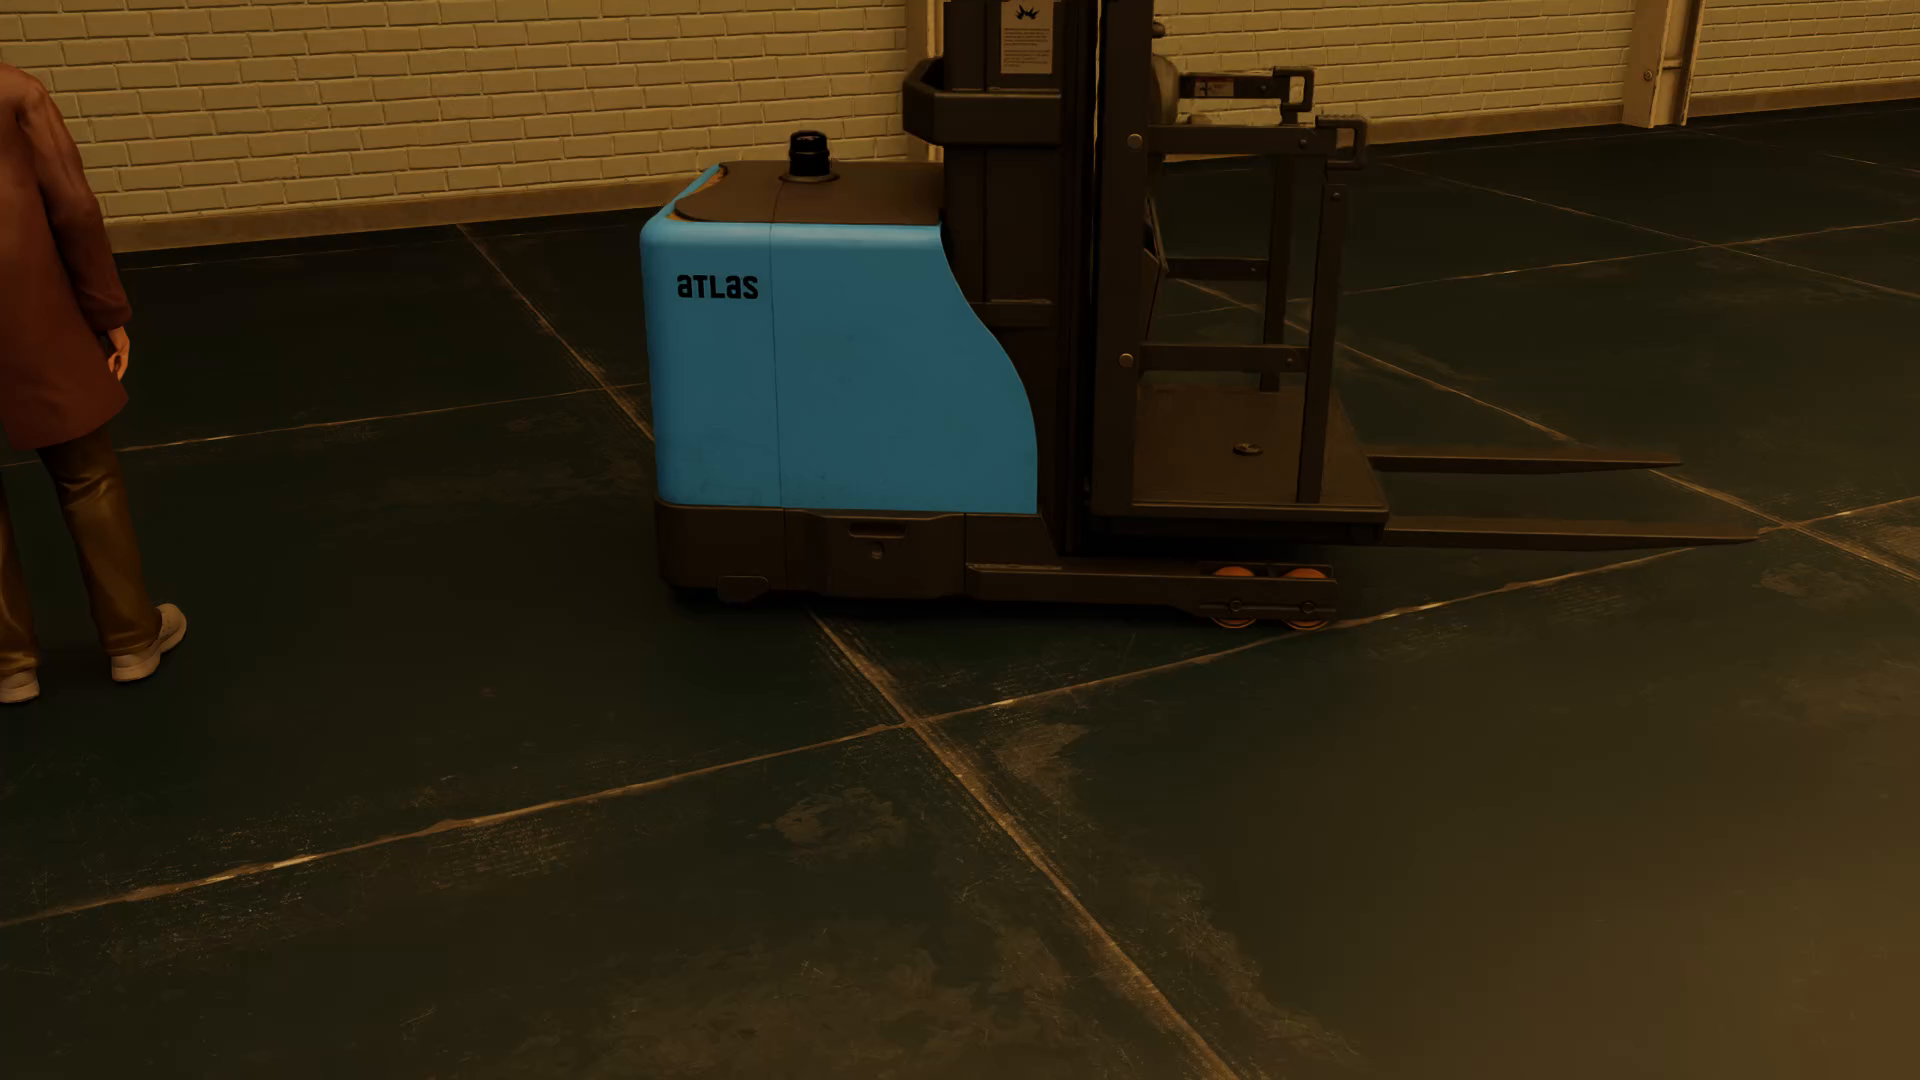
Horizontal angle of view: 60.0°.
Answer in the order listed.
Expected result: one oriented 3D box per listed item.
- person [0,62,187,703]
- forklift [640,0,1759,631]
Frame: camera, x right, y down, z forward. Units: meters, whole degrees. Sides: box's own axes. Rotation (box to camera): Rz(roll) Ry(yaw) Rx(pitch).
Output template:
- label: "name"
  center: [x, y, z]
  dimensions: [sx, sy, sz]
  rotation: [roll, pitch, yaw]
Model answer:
- label: "person"
  center: [-2.311, -0.475, 3.940]
  dimensions: [0.644, 1.772, 0.430]
  rotation: [-10, 25, -23]
- label: "forklift"
  center: [0.693, -1.319, 4.460]
  dimensions: [3.031, 2.935, 1.130]
  rotation: [1, 23, 4]
